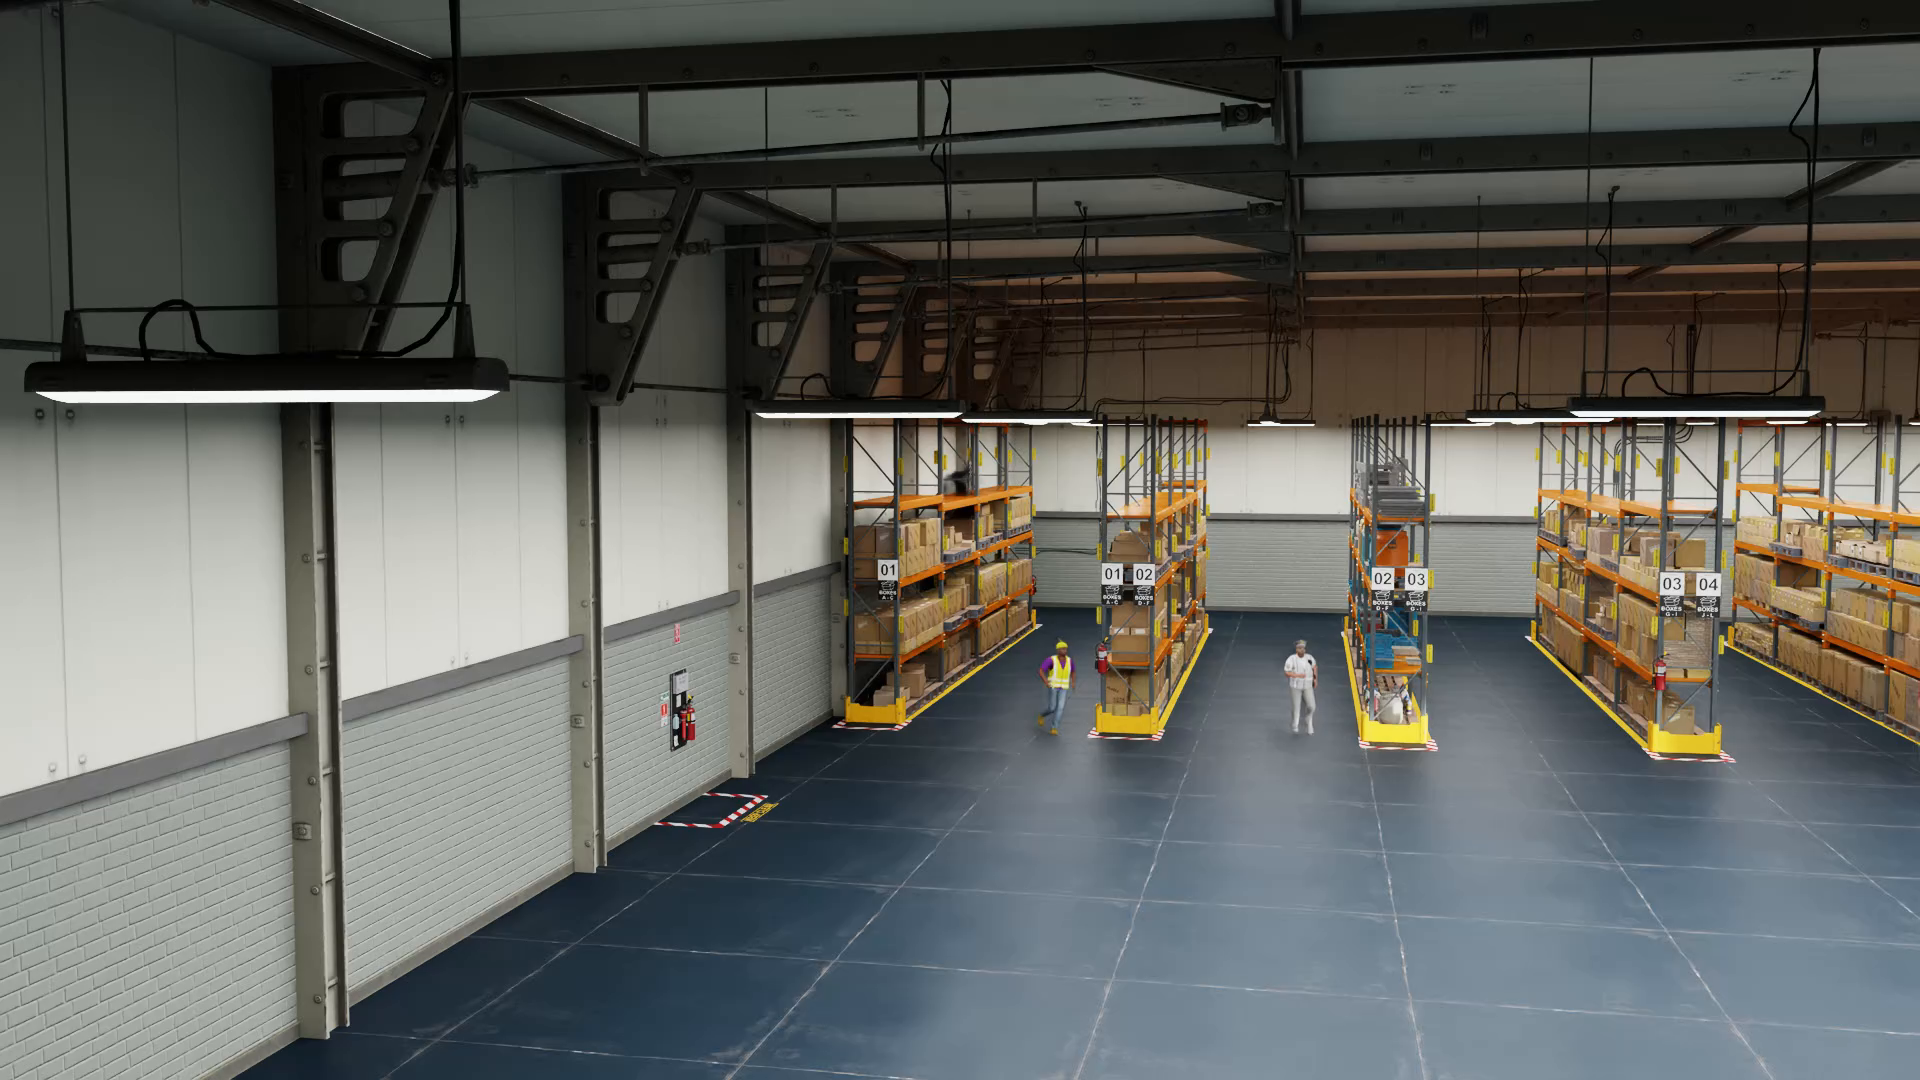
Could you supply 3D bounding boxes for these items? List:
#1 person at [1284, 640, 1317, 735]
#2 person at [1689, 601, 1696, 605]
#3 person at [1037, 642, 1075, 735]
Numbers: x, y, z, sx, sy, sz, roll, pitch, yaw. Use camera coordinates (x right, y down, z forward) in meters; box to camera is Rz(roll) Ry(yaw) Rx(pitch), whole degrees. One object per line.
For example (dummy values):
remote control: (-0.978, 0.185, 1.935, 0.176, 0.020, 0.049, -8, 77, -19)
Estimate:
person: (6.406, 2.770, 31.174, 0.661, 1.791, 0.701, 0, 4, -2)
person: (19.216, 1.928, 44.344, 0.919, 1.690, 0.580, 3, 5, 38)
person: (1.870, 2.779, 31.385, 0.757, 1.710, 0.782, -1, 4, -19)
